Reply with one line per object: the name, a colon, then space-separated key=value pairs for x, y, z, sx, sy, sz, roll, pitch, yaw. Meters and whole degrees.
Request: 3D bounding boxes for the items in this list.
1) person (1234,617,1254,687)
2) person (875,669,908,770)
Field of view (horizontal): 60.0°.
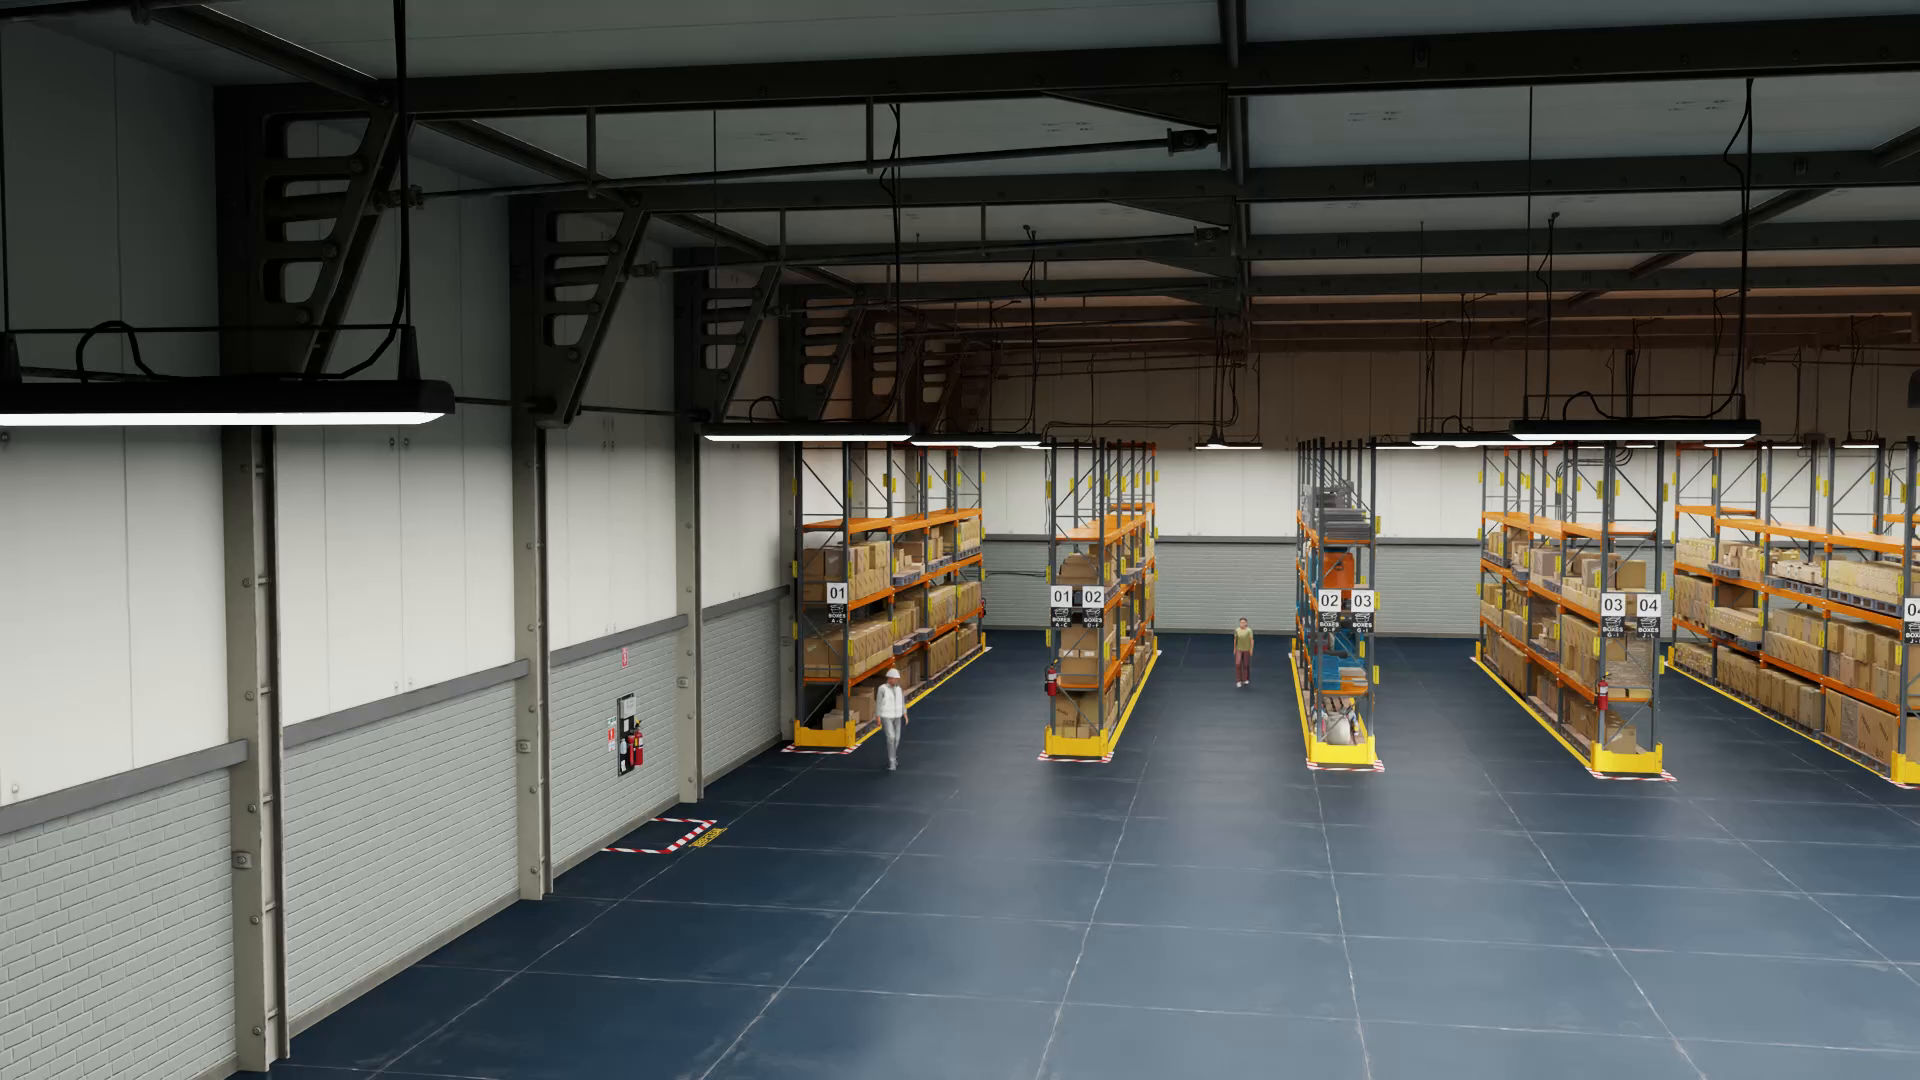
person: x=6.953 y=2.738 z=40.801 sx=0.504 sy=1.699 sz=0.619 roll=1 pitch=3 yaw=22
person: x=-1.201 y=3.260 z=30.225 sx=0.565 sy=1.821 sz=0.599 roll=-2 pitch=4 yaw=-37
